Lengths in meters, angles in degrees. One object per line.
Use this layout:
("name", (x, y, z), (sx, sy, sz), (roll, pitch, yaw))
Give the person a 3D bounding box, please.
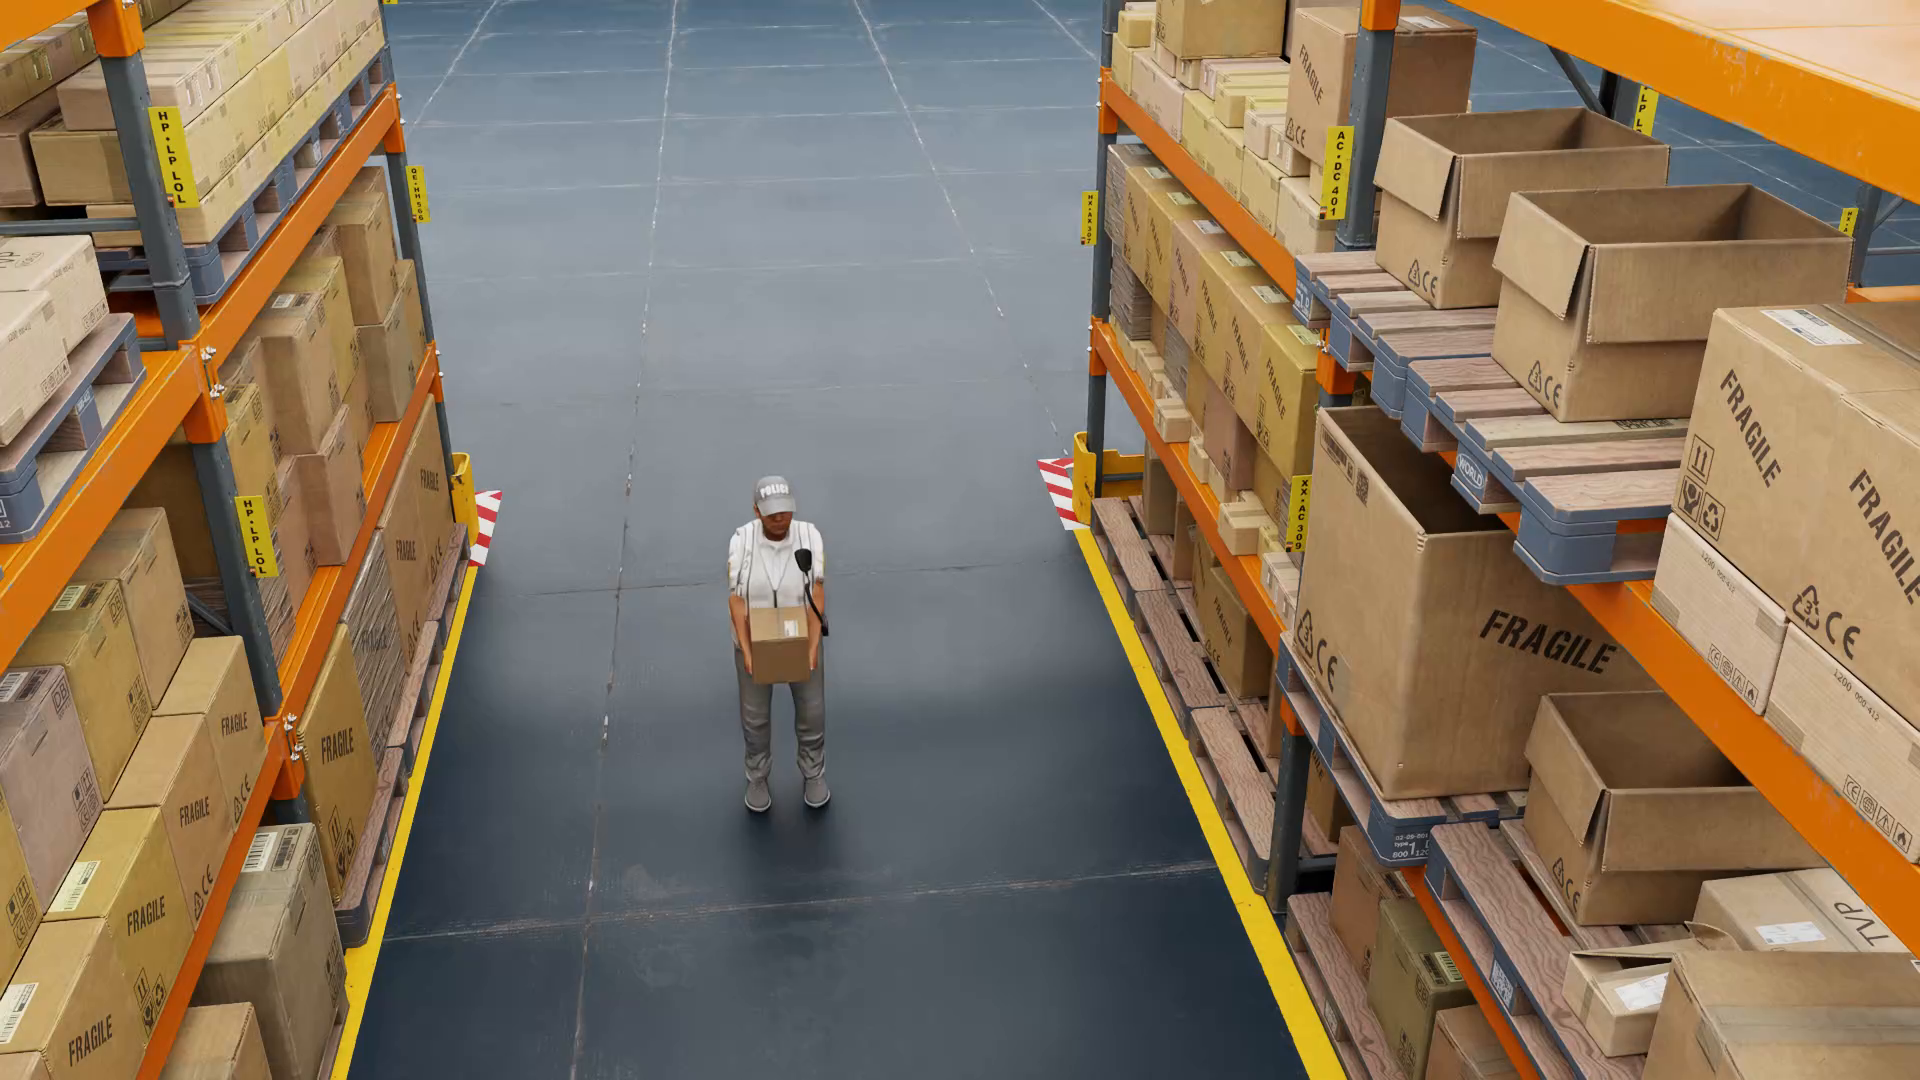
("person", (-0.821, 0.523, 7.646), (0.452, 1.632, 0.545), (-4, 28, -7))
